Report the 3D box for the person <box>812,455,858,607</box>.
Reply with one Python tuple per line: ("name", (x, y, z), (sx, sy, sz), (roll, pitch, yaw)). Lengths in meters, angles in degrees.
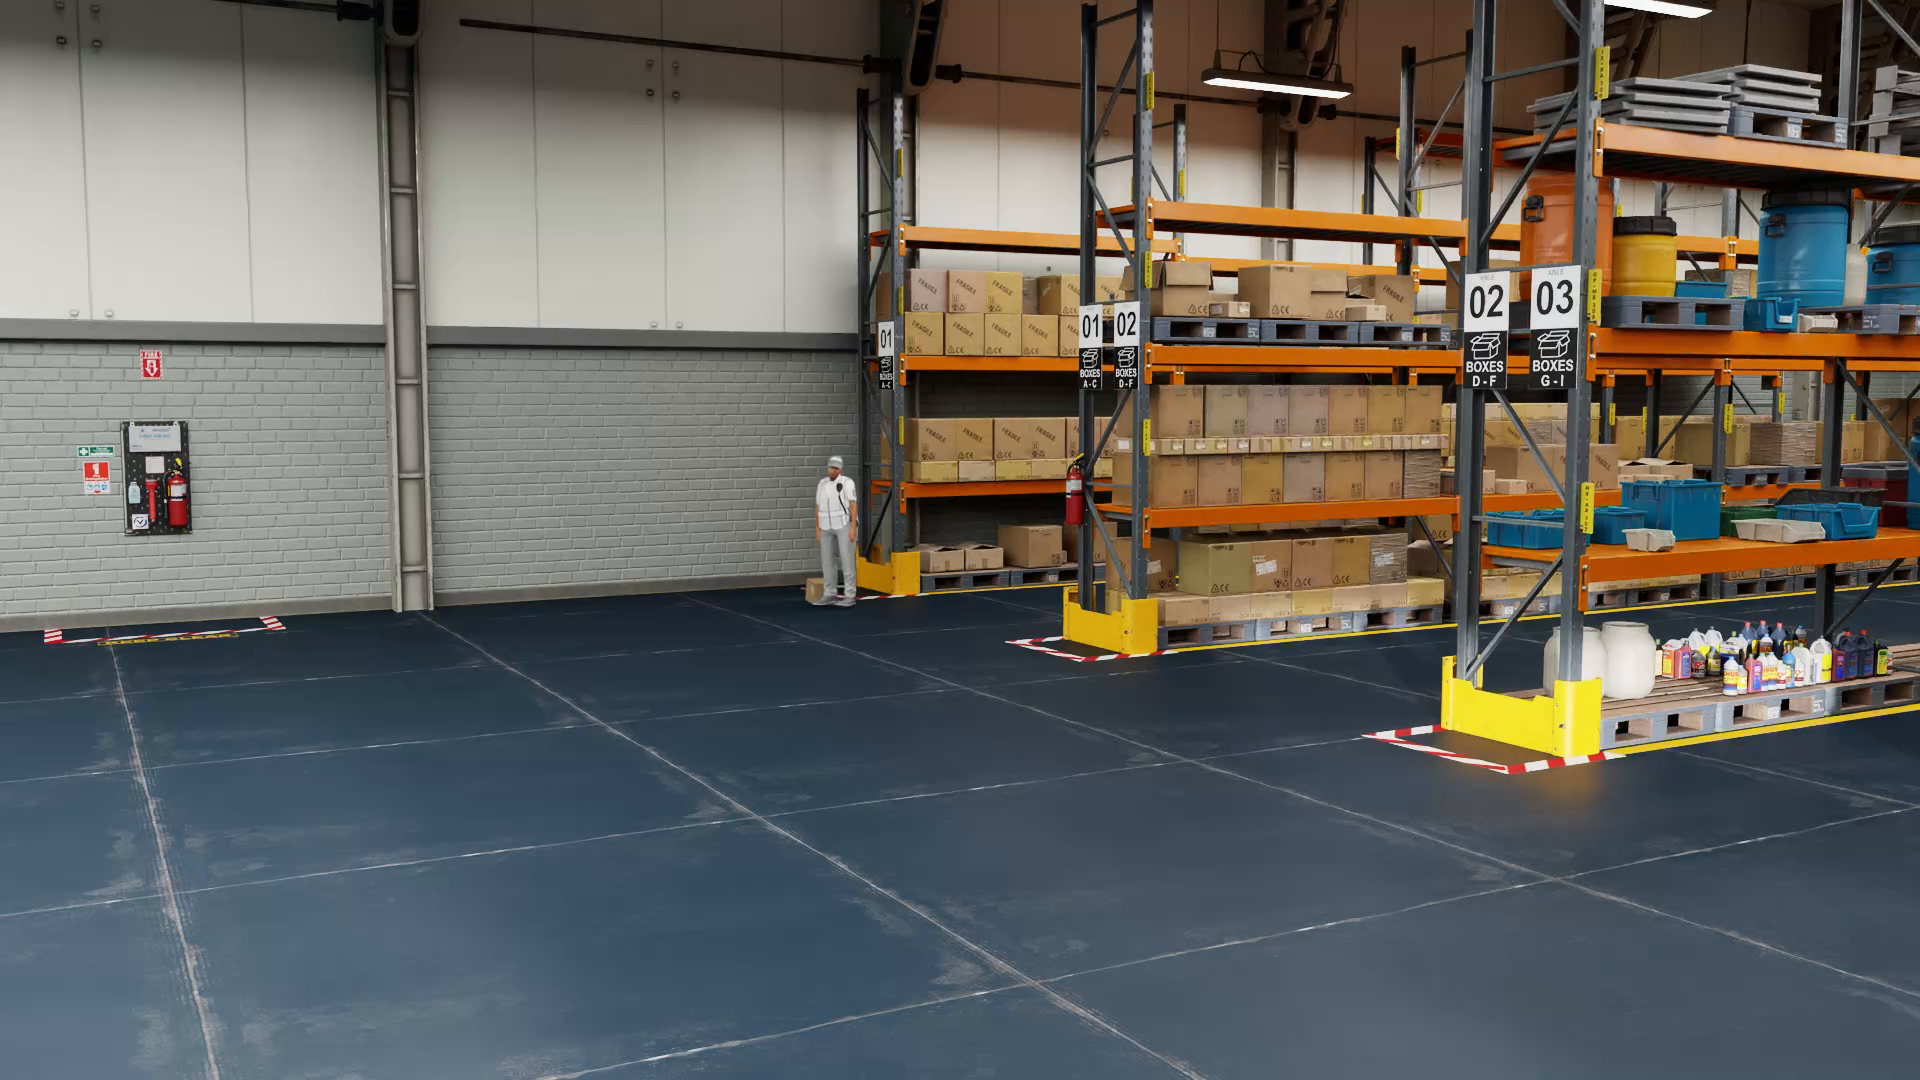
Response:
("person", (-1.381, -0.099, 18.335), (0.561, 1.672, 0.444), (2, 6, 25))
